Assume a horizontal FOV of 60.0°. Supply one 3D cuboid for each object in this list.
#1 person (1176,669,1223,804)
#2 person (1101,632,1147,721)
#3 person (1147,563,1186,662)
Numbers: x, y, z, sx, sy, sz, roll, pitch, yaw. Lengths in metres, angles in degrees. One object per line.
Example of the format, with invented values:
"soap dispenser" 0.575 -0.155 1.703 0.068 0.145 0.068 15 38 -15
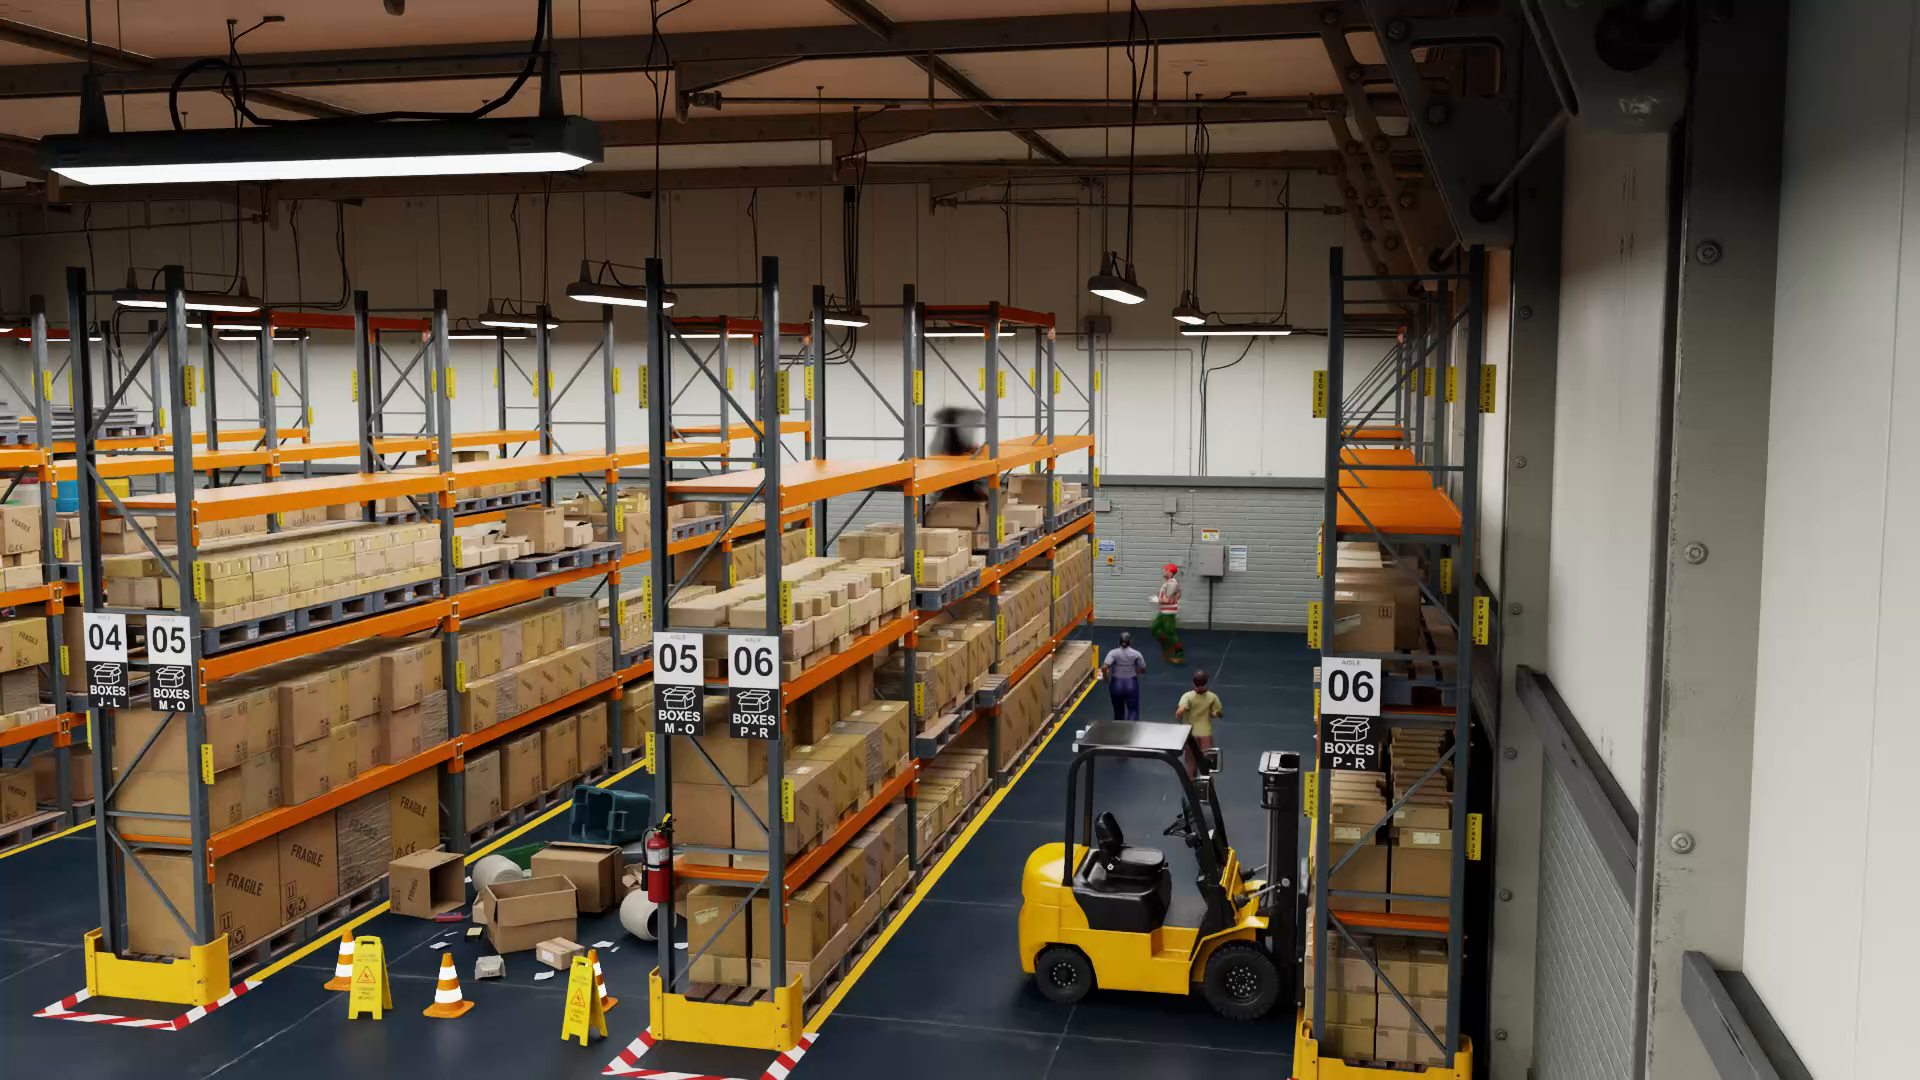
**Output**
"person" 2.835 2.342 19.752 0.581 1.642 0.903 0 6 3
"person" 2.251 2.050 22.808 0.616 1.611 0.861 1 6 11
"person" 3.655 1.299 29.438 0.695 1.783 0.647 0 6 2
